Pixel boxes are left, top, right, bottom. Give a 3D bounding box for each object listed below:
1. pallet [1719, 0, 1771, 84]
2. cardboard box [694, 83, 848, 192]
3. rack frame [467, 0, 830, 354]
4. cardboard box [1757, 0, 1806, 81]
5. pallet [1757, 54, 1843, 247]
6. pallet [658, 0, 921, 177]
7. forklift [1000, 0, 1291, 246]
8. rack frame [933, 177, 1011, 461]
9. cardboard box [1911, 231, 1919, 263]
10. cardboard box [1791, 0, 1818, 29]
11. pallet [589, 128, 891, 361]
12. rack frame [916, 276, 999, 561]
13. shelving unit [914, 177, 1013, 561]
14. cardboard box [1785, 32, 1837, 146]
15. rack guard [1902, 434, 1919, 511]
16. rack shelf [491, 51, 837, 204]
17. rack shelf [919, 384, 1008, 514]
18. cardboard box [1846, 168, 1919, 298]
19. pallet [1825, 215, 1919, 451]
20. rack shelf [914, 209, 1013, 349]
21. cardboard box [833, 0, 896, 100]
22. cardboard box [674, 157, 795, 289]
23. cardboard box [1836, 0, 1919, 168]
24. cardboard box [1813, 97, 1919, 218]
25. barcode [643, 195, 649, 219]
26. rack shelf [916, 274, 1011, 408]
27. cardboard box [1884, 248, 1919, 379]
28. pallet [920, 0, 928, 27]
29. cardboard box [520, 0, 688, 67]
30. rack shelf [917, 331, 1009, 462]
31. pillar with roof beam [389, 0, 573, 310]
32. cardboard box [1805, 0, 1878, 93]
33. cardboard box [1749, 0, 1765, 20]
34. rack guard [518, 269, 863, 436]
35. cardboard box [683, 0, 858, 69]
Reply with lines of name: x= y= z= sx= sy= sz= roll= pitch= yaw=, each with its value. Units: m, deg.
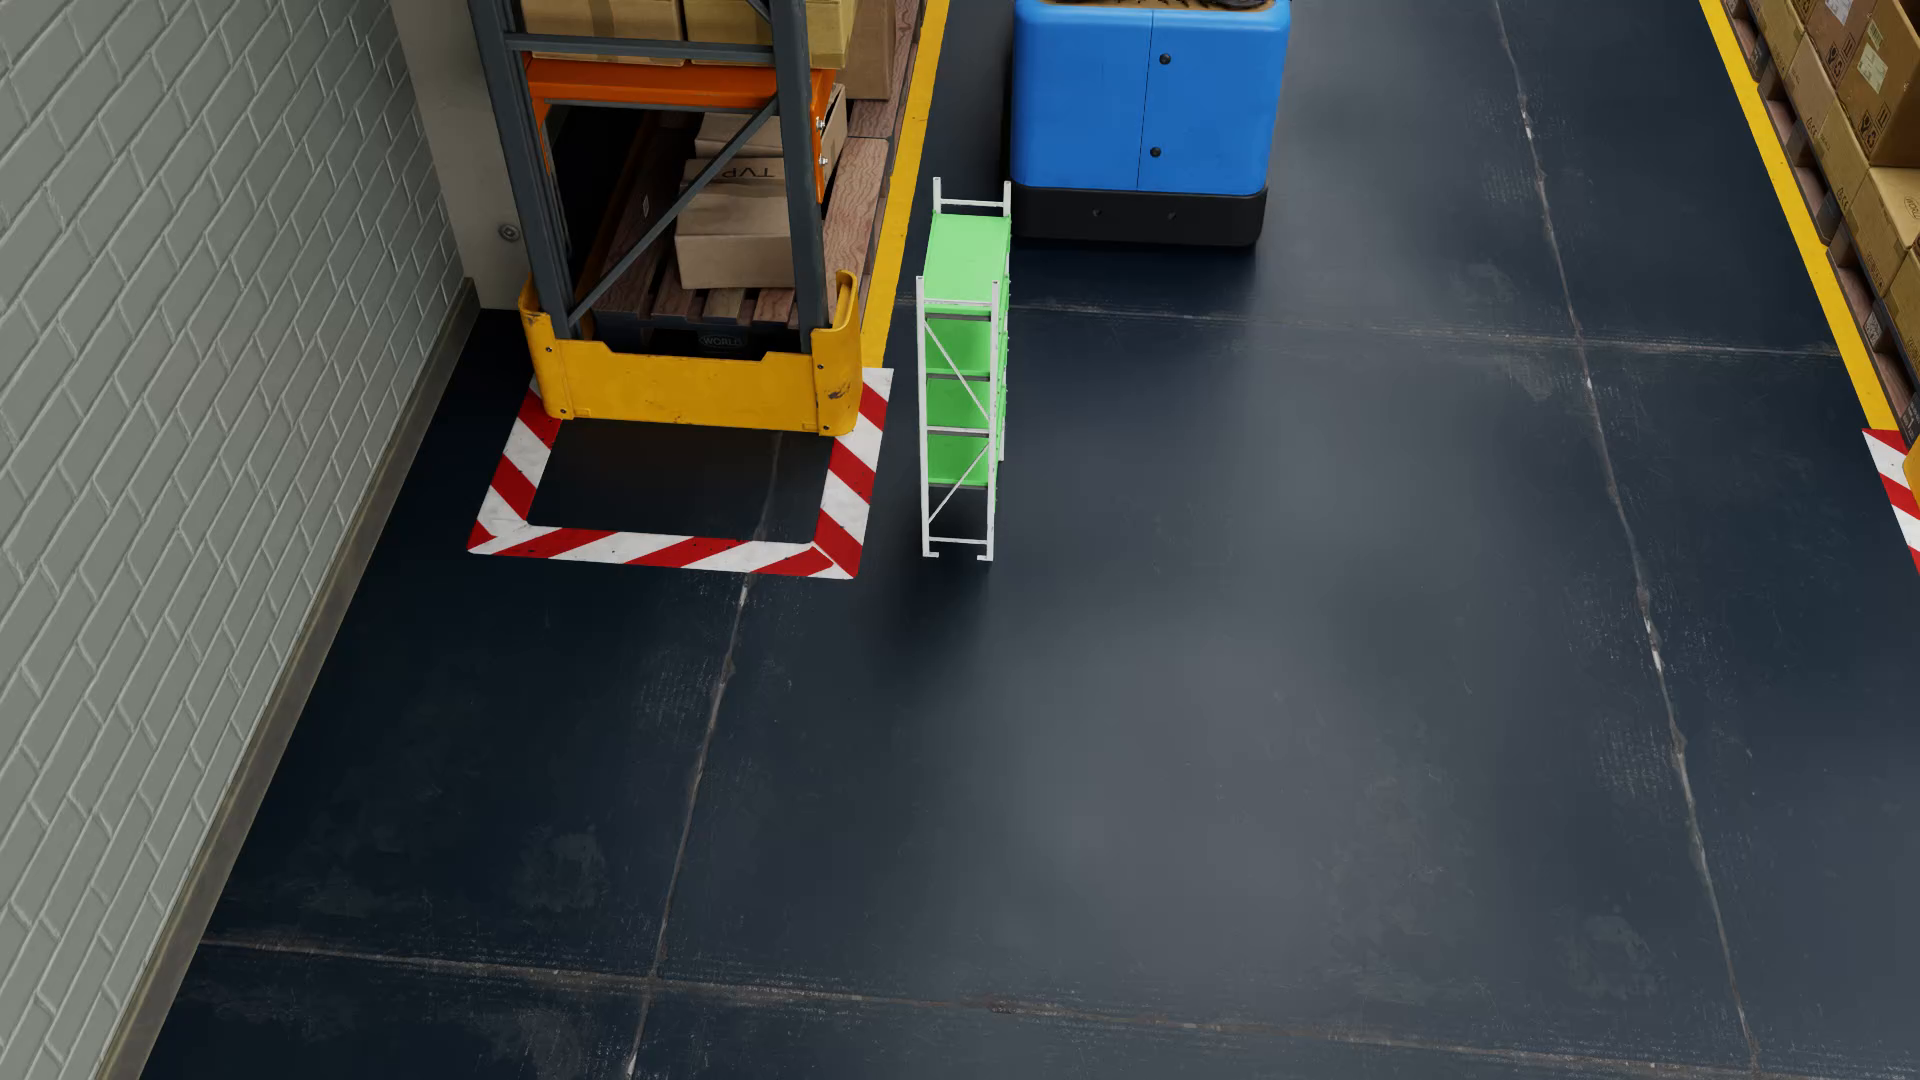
pallet: x=4.218 y=-2.585 z=7.971 sx=1.003 sy=0.211 sz=1.213 roll=4 pitch=48 yaw=4
cardboard box: x=-0.762 y=-1.661 z=6.760 sx=0.500 sy=0.311 sz=0.500 roll=7 pitch=48 yaw=7
rack frame: x=-0.966 y=-1.499 z=5.088 sx=1.000 sy=3.000 sz=0.127 roll=4 pitch=48 yaw=4
cardboard box: x=3.886 y=-2.267 z=7.369 sx=0.500 sy=0.250 sz=0.500 roll=4 pitch=48 yaw=4
pallet: x=4.109 y=-1.686 z=7.149 sx=1.003 sy=0.211 sz=1.213 roll=4 pitch=48 yaw=4
pallet: x=-0.736 y=-2.102 z=7.529 sx=1.003 sy=0.211 sz=1.213 roll=4 pitch=48 yaw=4
forklift: x=0.808 y=-3.267 z=6.752 sx=1.130 sy=2.935 sz=3.031 roll=3 pitch=48 yaw=3
rack frame: x=0.037 y=-0.706 z=5.582 sx=0.240 sy=1.200 sz=0.015 roll=4 pitch=48 yaw=4
cardboard box: x=3.720 y=-1.049 z=5.747 sx=0.500 sy=0.500 sz=0.500 roll=4 pitch=48 yaw=4
cardboard box: x=3.887 y=-2.520 z=7.093 sx=0.500 sy=0.500 sz=0.500 roll=4 pitch=48 yaw=4
pallet: x=-0.850 y=-1.208 z=6.712 sx=1.003 sy=0.211 sz=1.213 roll=4 pitch=48 yaw=4
rack frame: x=-0.007 y=-0.347 z=5.255 sx=0.240 sy=1.200 sz=0.015 roll=4 pitch=48 yaw=4
shelving unit: x=0.015 y=-0.527 z=5.418 sx=0.258 sy=1.200 sz=0.503 roll=4 pitch=48 yaw=4
cardboard box: x=3.847 y=-1.899 z=7.033 sx=0.500 sy=0.250 sz=0.500 roll=4 pitch=48 yaw=4
rack guard: x=3.965 y=-0.307 z=5.692 sx=1.175 sy=0.500 sz=0.348 roll=4 pitch=48 yaw=4
rack shelf: x=-0.784 y=-2.725 z=6.698 sx=1.077 sy=0.370 sz=4.000 roll=4 pitch=48 yaw=4
rack shelf: x=0.015 y=-0.321 z=5.643 sx=0.258 sy=0.148 sz=0.480 roll=4 pitch=48 yaw=4
cardboard box: x=3.755 y=-1.164 z=6.361 sx=0.500 sy=0.250 sz=0.500 roll=4 pitch=48 yaw=4
pallet: x=3.995 y=-0.792 z=6.331 sx=1.003 sy=0.211 sz=1.213 roll=4 pitch=48 yaw=4
rack shelf: x=0.015 y=-0.807 z=5.111 sx=0.258 sy=0.148 sz=0.480 roll=4 pitch=48 yaw=4
cardboard box: x=-0.645 y=-2.260 z=7.181 sx=0.700 sy=0.500 sz=0.500 roll=1 pitch=48 yaw=1
cardboard box: x=-0.814 y=-1.242 z=6.377 sx=0.500 sy=0.311 sz=0.500 roll=-1 pitch=48 yaw=-1
cardboard box: x=3.796 y=-1.785 z=6.420 sx=0.500 sy=0.500 sz=0.500 roll=4 pitch=48 yaw=4
cardboard box: x=3.799 y=-1.532 z=6.697 sx=0.500 sy=0.250 sz=0.500 roll=4 pitch=48 yaw=4
barcode: x=-1.210 y=-1.285 z=6.411 sx=0.001 sy=0.075 sz=0.075 roll=4 pitch=48 yaw=4
rack shelf: x=0.015 y=-0.645 z=5.289 sx=0.258 sy=0.148 sz=0.480 roll=4 pitch=48 yaw=4
cardboard box: x=3.722 y=-0.796 z=6.024 sx=0.500 sy=0.250 sz=0.500 roll=4 pitch=48 yaw=4
pallet: x=-0.628 y=-3.001 z=8.352 sx=1.003 sy=0.211 sz=1.213 roll=4 pitch=48 yaw=4
cardboard box: x=-1.117 y=-1.811 z=5.462 sx=0.500 sy=0.250 sz=0.500 roll=4 pitch=48 yaw=4
rack shelf: x=0.015 y=-0.483 z=5.466 sx=0.258 sy=0.148 sz=0.480 roll=4 pitch=48 yaw=4
pillar with roof beam: x=2.523 y=-3.806 z=3.133 sx=9.100 sy=9.000 sz=0.400 roll=4 pitch=48 yaw=4
cardboard box: x=3.843 y=-2.152 z=6.756 sx=0.500 sy=0.500 sz=0.500 roll=4 pitch=48 yaw=4
cardboard box: x=3.937 y=-2.634 z=7.705 sx=0.500 sy=0.250 sz=0.500 roll=4 pitch=48 yaw=4
rack guard: x=-0.959 y=-0.711 z=6.061 sx=1.175 sy=0.500 sz=0.348 roll=4 pitch=48 yaw=4
cardboard box: x=-0.606 y=-1.792 z=5.444 sx=0.500 sy=0.250 sz=0.500 roll=3 pitch=48 yaw=2
